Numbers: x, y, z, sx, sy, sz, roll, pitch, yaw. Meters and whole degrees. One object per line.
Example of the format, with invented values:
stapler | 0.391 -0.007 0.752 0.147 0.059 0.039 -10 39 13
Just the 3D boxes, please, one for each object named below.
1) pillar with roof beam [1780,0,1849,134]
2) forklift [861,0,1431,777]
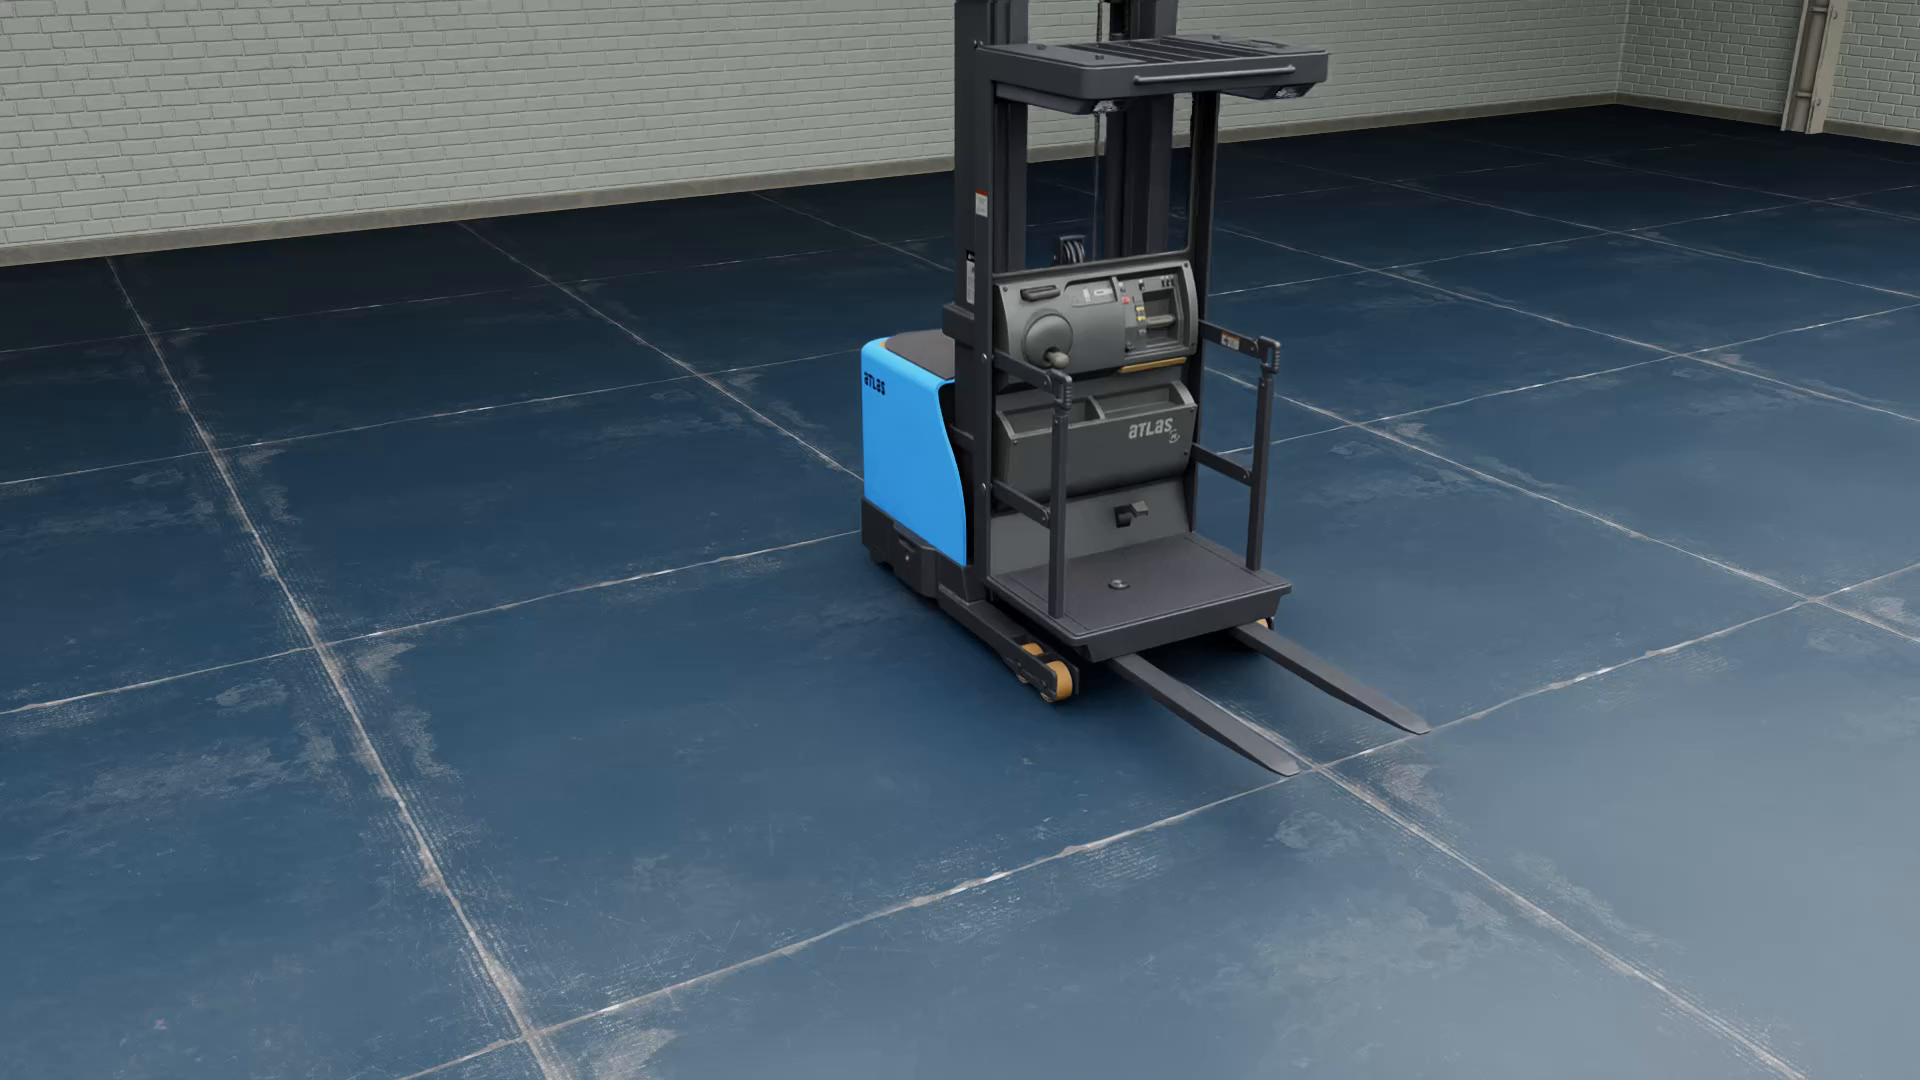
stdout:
pillar with roof beam | 6.948 -8.513 17.305 9.100 9.000 0.400 -13 25 -28
forklift | 0.681 -0.898 6.629 1.130 2.935 3.031 -12 25 -27
